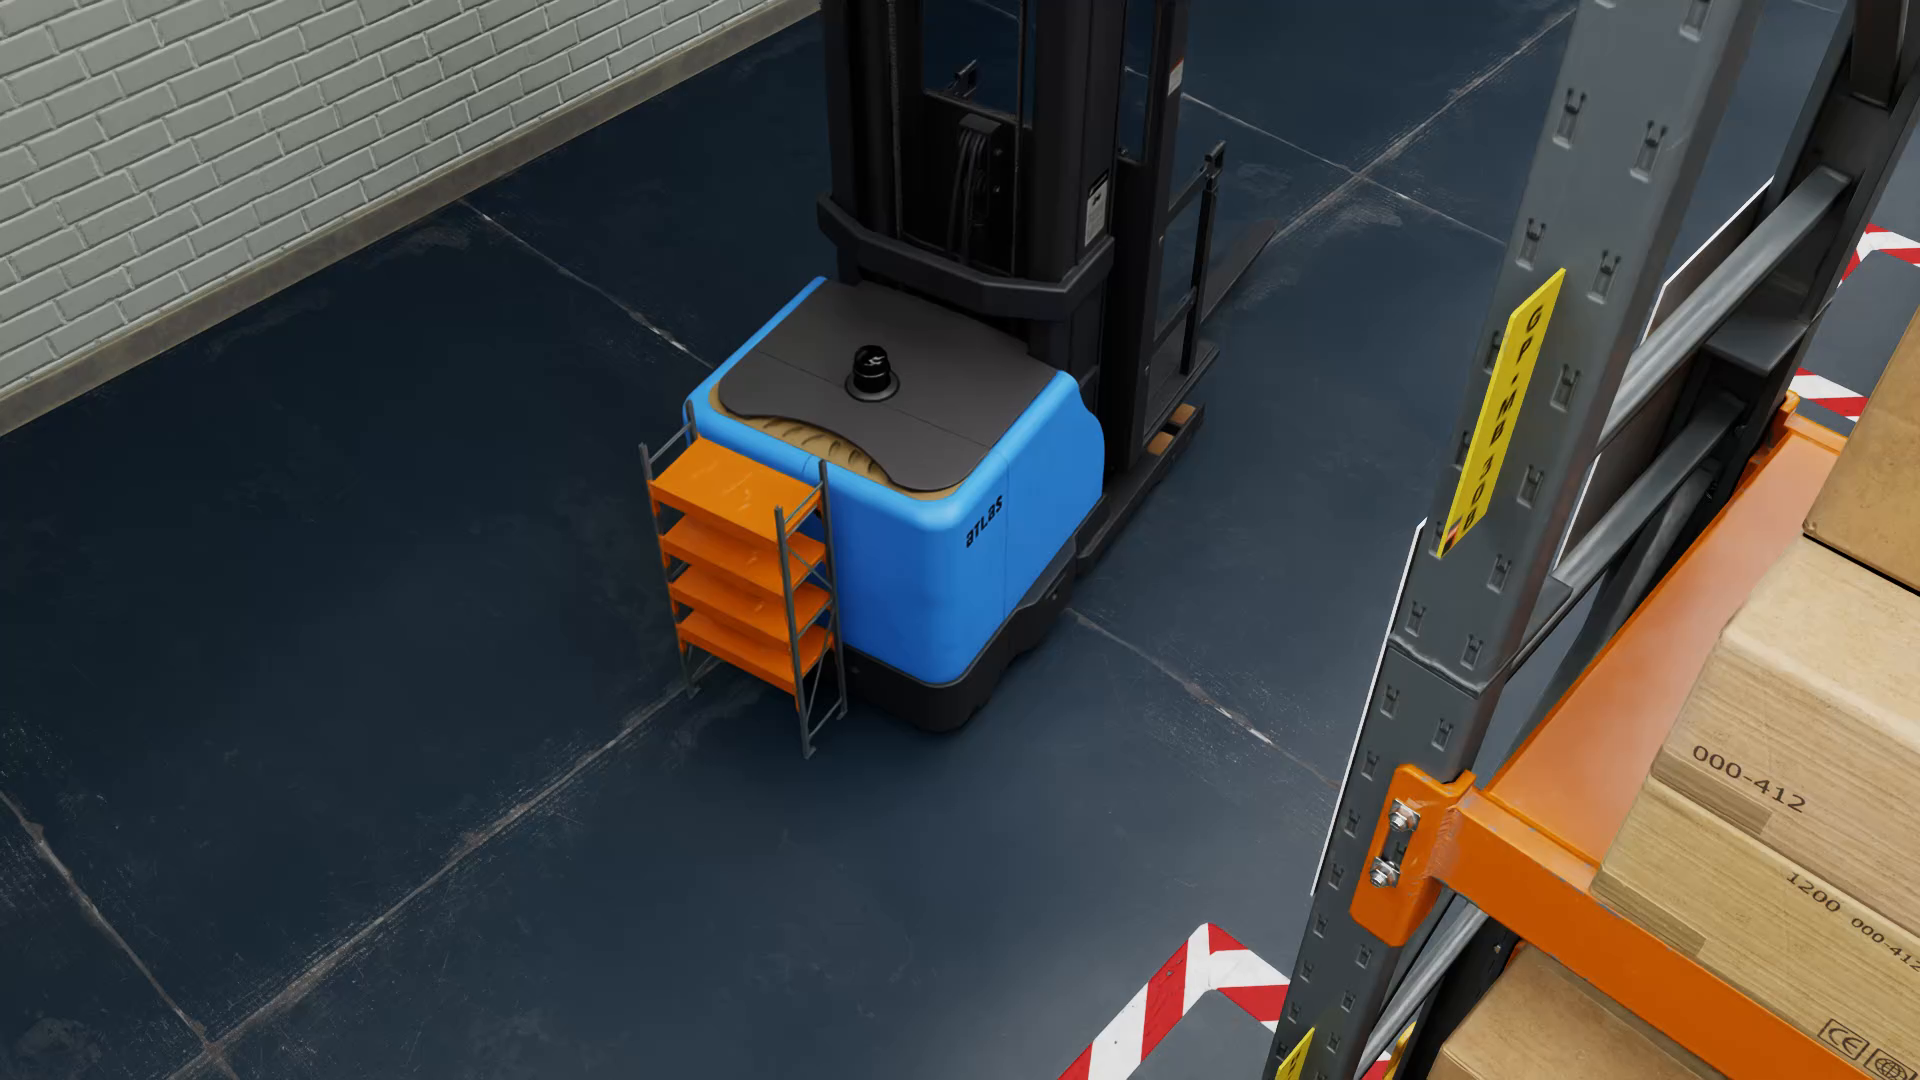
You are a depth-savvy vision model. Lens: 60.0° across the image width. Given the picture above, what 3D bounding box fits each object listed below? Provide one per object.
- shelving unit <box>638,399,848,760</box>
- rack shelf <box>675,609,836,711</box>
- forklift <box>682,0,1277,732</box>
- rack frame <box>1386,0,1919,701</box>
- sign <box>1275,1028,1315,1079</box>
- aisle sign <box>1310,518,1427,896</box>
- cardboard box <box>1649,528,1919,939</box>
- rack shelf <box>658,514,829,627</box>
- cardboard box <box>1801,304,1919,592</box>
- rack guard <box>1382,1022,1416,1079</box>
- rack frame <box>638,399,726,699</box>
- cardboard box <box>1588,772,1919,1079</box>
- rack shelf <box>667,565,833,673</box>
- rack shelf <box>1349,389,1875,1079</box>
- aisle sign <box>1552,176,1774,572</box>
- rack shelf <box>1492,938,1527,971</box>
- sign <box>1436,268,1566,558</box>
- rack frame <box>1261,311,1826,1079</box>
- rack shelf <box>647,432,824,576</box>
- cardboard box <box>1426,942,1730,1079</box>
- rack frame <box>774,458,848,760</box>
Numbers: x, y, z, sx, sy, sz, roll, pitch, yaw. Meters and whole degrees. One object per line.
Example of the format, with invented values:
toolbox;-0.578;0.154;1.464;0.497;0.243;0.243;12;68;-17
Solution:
shelving unit;-0.663;0.155;5.280;0.503;1.200;0.258;24;52;21
rack shelf;-0.662;0.337;5.475;0.480;0.148;0.258;24;52;21
forklift;0.309;-1.425;5.578;1.130;2.935;3.031;24;51;21
rack frame;0.902;-1.137;1.145;0.127;3.000;1.000;34;55;28
sign;0.534;0.911;2.743;0.005;0.325;0.100;34;55;28
aisle sign;0.652;0.151;2.268;0.004;0.787;0.394;34;55;28
cardboard box;1.103;0.164;1.741;0.500;0.250;0.500;34;55;28
rack shelf;-0.663;0.049;5.166;0.480;0.148;0.258;24;52;21
cardboard box;1.290;-0.241;1.607;0.500;0.500;0.700;34;55;28
rack guard;0.957;1.810;4.208;0.348;0.500;1.175;34;55;28
rack frame;-0.871;0.063;5.367;0.015;1.200;0.240;24;52;21
cardboard box;1.107;0.332;1.926;0.500;0.250;0.500;34;55;28
rack shelf;-0.663;0.201;5.329;0.480;0.148;0.258;24;52;21
rack shelf;2.371;1.125;1.572;4.000;0.370;1.077;34;55;28
aisle sign;1.059;-0.171;2.570;0.004;0.787;0.394;34;55;28
rack shelf;2.371;2.152;2.665;4.000;0.370;1.077;34;55;28
sign;0.534;-0.118;1.646;0.005;0.325;0.100;34;55;28
rack frame;0.902;0.917;3.332;0.127;3.000;1.000;34;55;28
rack shelf;-0.664;-0.112;4.993;0.480;0.148;0.258;24;52;21
cardboard box;1.049;0.901;2.592;0.500;0.500;0.500;36;56;29
rack frame;-0.455;0.248;5.193;0.015;1.200;0.240;24;52;21
